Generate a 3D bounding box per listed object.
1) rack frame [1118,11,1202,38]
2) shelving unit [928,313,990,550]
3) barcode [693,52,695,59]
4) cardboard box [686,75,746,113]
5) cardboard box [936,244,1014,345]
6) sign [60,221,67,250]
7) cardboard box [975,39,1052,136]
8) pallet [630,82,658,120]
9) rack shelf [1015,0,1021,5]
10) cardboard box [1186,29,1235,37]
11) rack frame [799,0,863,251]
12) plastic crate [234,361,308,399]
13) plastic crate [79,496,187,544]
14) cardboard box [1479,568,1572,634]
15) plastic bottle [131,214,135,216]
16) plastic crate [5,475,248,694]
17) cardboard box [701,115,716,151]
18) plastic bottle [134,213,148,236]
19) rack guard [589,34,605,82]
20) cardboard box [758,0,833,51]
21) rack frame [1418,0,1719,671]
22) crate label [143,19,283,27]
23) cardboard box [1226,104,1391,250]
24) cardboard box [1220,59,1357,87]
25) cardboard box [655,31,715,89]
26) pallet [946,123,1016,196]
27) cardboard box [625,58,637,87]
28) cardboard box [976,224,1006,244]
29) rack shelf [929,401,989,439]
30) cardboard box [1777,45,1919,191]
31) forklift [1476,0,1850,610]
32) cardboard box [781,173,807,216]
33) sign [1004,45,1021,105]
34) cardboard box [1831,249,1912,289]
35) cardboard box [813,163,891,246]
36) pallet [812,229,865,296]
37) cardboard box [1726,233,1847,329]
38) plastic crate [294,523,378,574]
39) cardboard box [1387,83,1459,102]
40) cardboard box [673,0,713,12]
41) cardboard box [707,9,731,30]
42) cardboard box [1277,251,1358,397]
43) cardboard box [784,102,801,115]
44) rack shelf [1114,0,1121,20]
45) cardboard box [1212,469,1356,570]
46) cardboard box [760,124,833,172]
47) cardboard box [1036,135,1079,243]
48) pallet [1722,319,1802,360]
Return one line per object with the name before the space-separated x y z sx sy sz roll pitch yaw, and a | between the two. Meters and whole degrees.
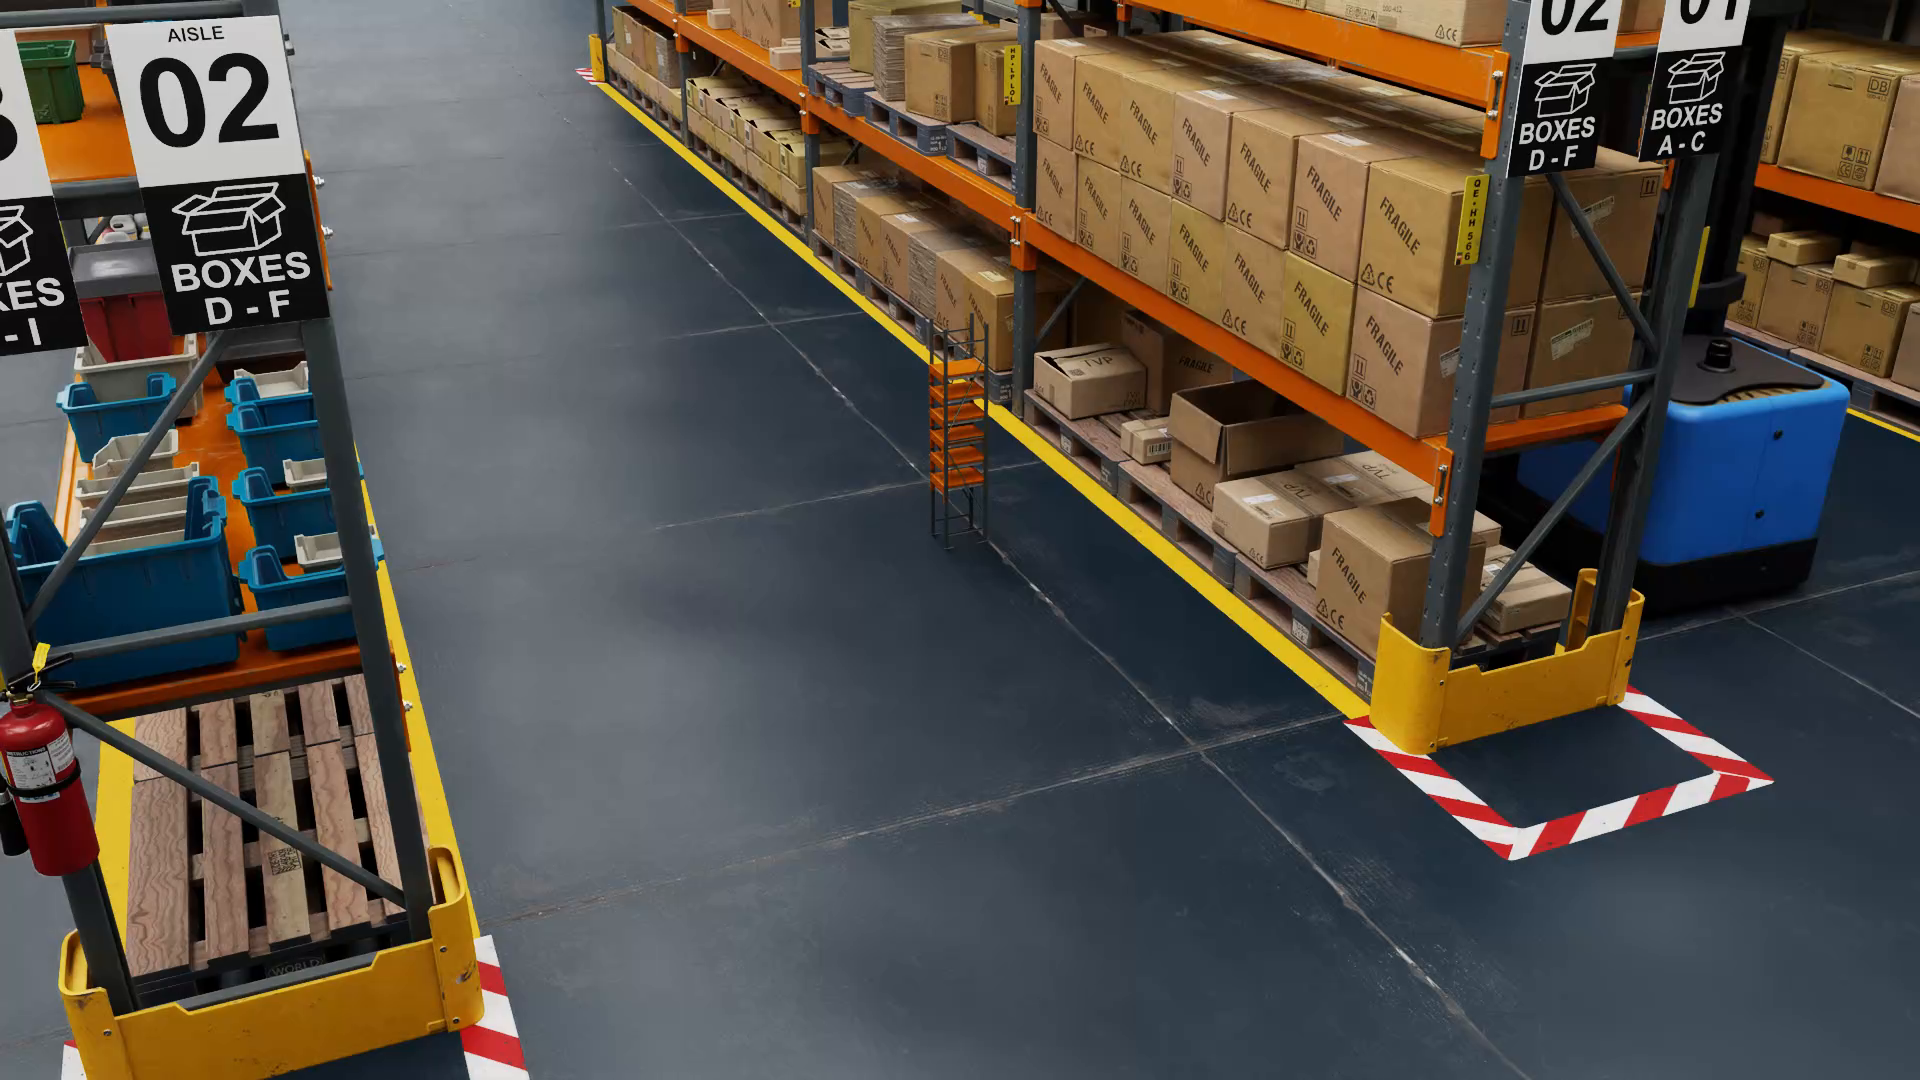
rack frame | 2.230 -6.279 18.192 1.000 3.000 0.127 -11 28 -21
shelving unit | -0.006 -0.545 8.499 0.258 1.200 0.189 -11 28 -21
barcode | -2.610 -4.758 16.329 0.001 0.075 0.075 -11 28 -21
cardboard box | -2.394 -4.422 16.404 0.500 0.311 0.500 -10 28 -20
cardboard box | 0.163 -1.622 11.001 0.500 0.500 0.500 -10 28 -20
sign | -4.260 -1.378 7.838 0.100 0.325 0.005 -11 28 -21
cardboard box | 0.499 -2.927 10.733 0.700 0.500 0.500 -6 27 -12
pallet | -3.081 -4.995 18.740 1.003 0.211 1.213 -11 28 -21
rack shelf | 0.023 -4.029 10.984 1.077 0.370 4.000 -11 28 -21
cardboard box | 2.709 -5.219 17.513 0.500 0.250 0.500 -11 28 -22
rack frame | -0.760 -3.812 13.138 1.000 3.000 0.127 -11 28 -21
plastic crate | -2.795 -0.604 6.801 0.293 0.136 0.466 -11 28 -21
plastic crate | -2.773 -0.059 5.683 0.396 0.136 0.243 -11 28 -21
cardboard box | 2.525 0.273 7.519 0.380 0.149 0.250 -11 28 -21
plastic bottle | -4.486 -1.715 8.899 0.144 0.351 0.185 -11 28 -21
plastic crate | -2.490 0.122 4.973 0.616 0.435 0.499 -11 28 -21
cardboard box | -2.198 -3.968 16.113 0.500 0.250 0.500 -10 28 -19
plastic bottle | -4.281 -1.665 8.797 0.144 0.351 0.185 -11 28 -21
rack guard | -3.903 -5.928 20.321 1.175 0.500 0.348 -11 28 -21
cardboard box | -1.432 -4.531 14.498 0.500 0.500 0.500 -12 29 -23
rack frame | 2.373 -0.582 6.523 1.000 3.000 0.127 -11 28 -21
crate label | -2.251 -1.442 5.034 0.408 0.251 0.502 -11 28 -21
cardboard box | 1.539 -1.621 7.398 0.500 0.500 0.500 -10 28 -19
cardboard box | 1.643 -2.122 8.423 0.500 0.500 0.500 -10 28 -20
cardboard box | -2.895 -5.070 17.516 0.500 0.500 0.500 -11 28 -21
pallet | 0.594 -2.452 10.572 1.003 0.211 1.213 -11 28 -21
cardboard box | -3.493 -5.337 18.916 0.500 0.250 0.500 -11 28 -21
cardboard box | 0.433 -1.925 11.621 0.500 0.500 0.500 -10 28 -20
rack shelf | -0.006 -0.613 8.466 0.258 0.103 0.180 -11 28 -21
cardboard box | 5.841 -2.667 10.451 0.980 0.700 0.700 -11 28 -22
forklift | 3.230 -1.608 8.703 1.130 2.935 3.031 -9 27 -17
cardboard box | -1.191 -2.935 13.998 0.500 0.250 0.500 -10 28 -19
sign | 0.297 -2.620 9.378 0.100 0.325 0.005 -11 28 -21
cardboard box | 5.732 -1.707 10.458 0.380 0.149 0.250 -11 28 -22
cardboard box | -0.845 -2.653 13.113 0.500 0.500 0.500 -9 28 -18
pallet | -0.503 -2.251 13.119 1.003 0.211 1.213 -11 28 -21
cardboard box | 5.561 -1.795 11.379 0.700 0.500 0.500 -10 28 -20
plastic crate | -2.030 0.059 5.442 0.250 0.136 0.298 -11 28 -21
cardboard box | 3.964 -3.568 14.610 0.750 0.750 0.750 -11 28 -21
cardboard box | -2.506 -5.649 16.788 0.700 0.500 0.500 -11 28 -22
cardboard box | -2.168 -4.921 15.696 0.380 0.149 0.250 -11 28 -21
cardboard box | 1.740 -0.970 7.204 0.500 0.500 0.500 -10 28 -20
cardboard box | -1.308 -3.903 15.341 0.500 0.311 0.500 -11 28 -21
rack shelf | 1.447 -6.763 20.003 1.077 0.370 4.000 -11 28 -21
cardboard box | 1.589 -0.110 8.189 0.500 0.250 0.500 -11 28 -21
cardboard box | -1.402 -3.395 14.300 0.500 0.311 0.500 -11 28 -21
cardboard box | 0.755 -1.989 9.291 0.500 0.500 0.500 -10 28 -19
pallet | 5.589 -1.476 11.533 1.003 0.211 1.213 -11 28 -21
